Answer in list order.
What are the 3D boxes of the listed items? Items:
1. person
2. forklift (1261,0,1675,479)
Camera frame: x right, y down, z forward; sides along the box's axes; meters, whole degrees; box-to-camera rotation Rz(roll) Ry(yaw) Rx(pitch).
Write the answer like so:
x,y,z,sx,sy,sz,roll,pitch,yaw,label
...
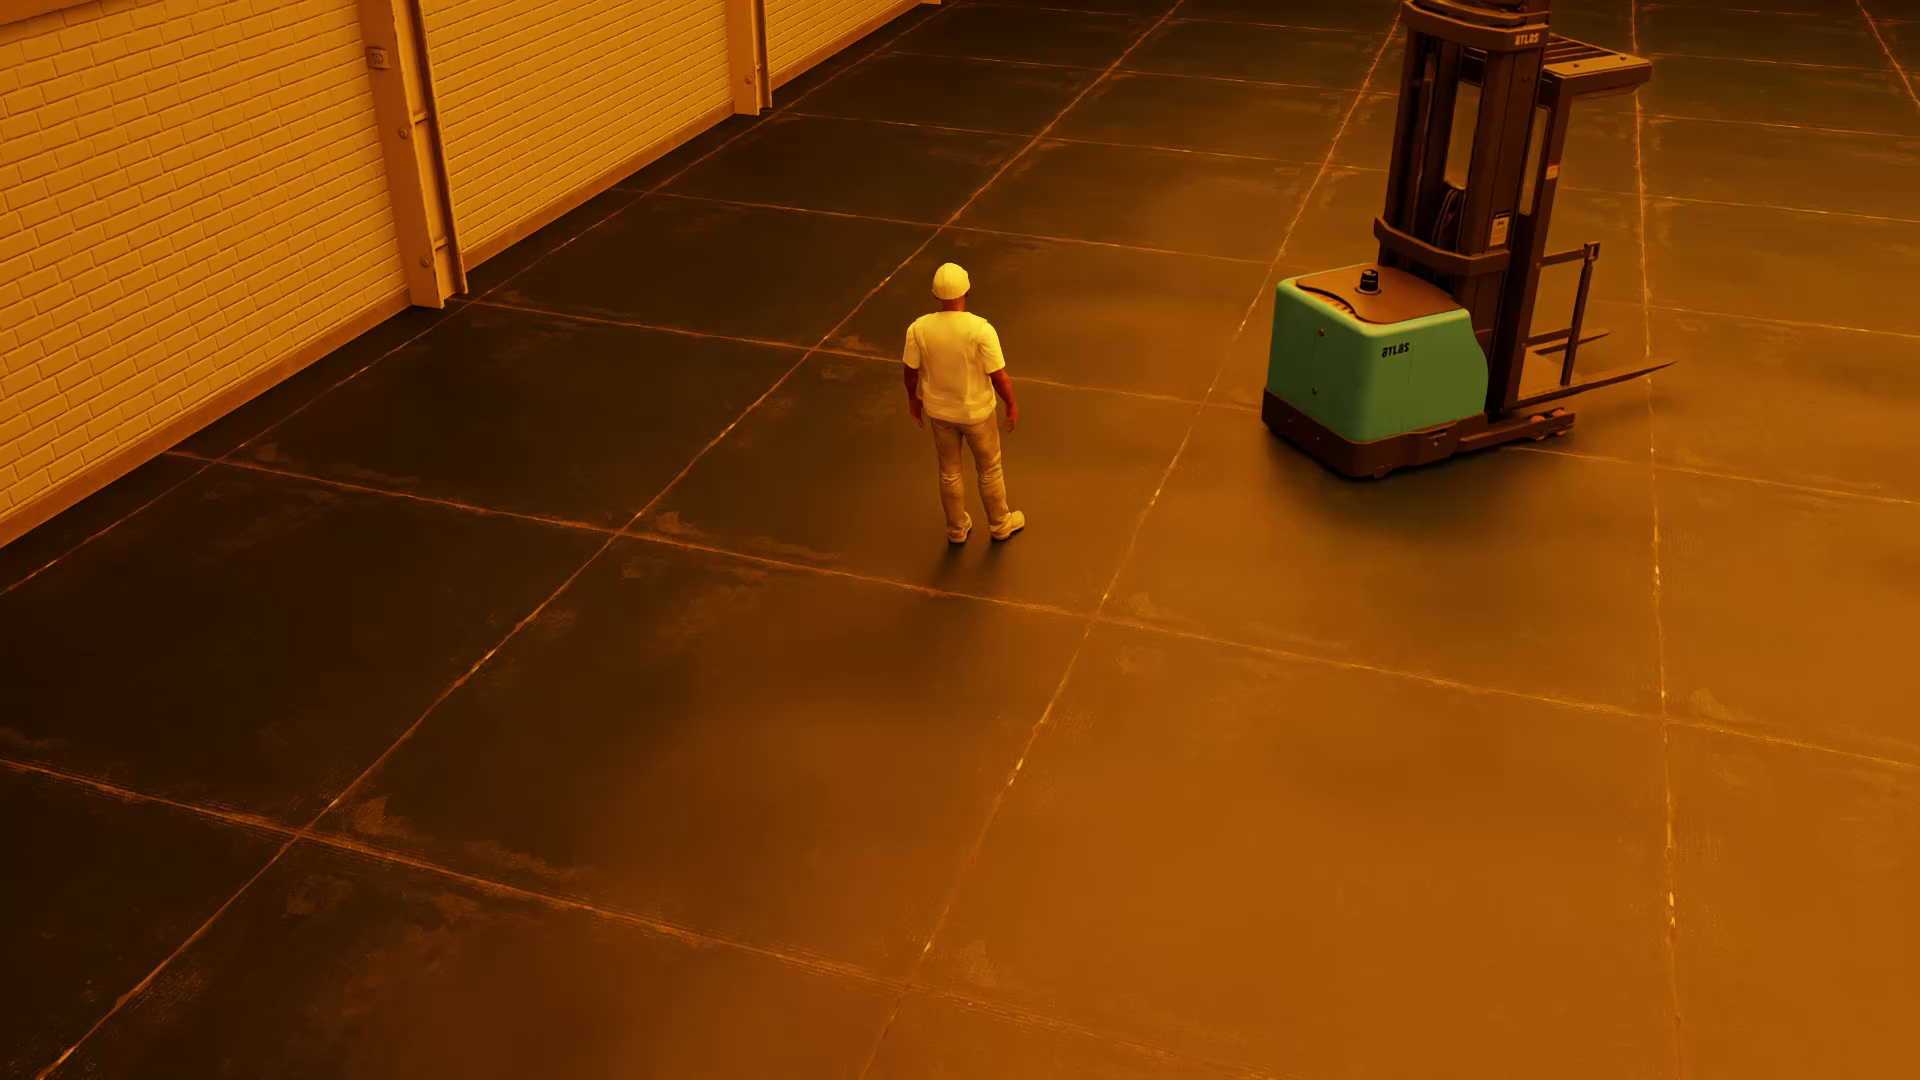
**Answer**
x,y,z,sx,sy,sz,roll,pitch,yaw,label
0.028,-0.805,9.711,0.665,1.768,0.575,10,31,16,person
3.616,-2.167,10.938,3.031,2.935,1.130,-14,33,-23,forklift
